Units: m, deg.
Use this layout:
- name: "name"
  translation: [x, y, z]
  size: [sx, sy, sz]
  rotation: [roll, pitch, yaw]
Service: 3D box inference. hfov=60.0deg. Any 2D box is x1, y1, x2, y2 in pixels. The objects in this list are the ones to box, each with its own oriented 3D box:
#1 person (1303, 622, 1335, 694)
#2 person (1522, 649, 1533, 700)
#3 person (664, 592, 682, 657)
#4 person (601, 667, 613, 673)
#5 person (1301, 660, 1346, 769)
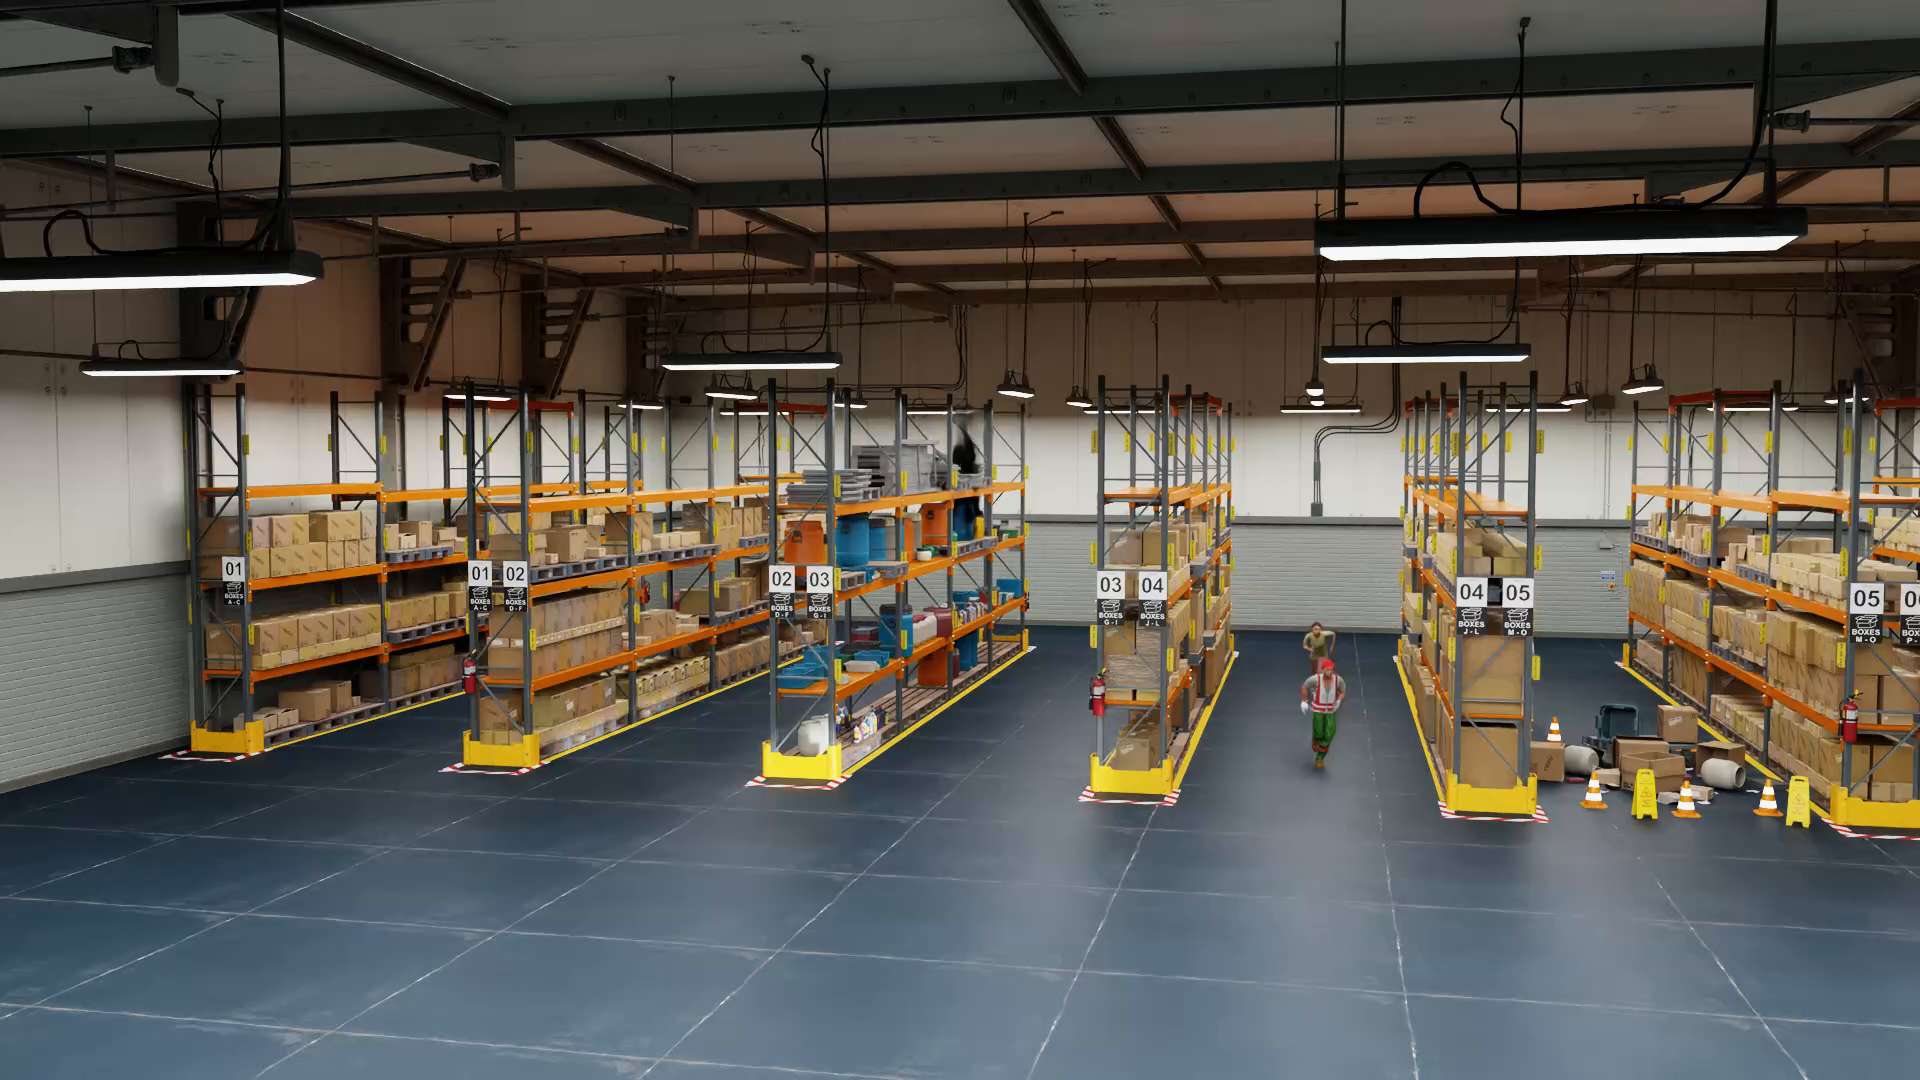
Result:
- name: "person"
  translation: [7.043, 2.380, 32.611]
  size: [0.616, 1.605, 0.945]
  rotation: [1, 3, 17]
- name: "person"
  translation: [10.721, 2.386, 31.917]
  size: [0.538, 1.599, 0.848]
  rotation: [0, 3, 7]
- name: "person"
  translation: [-6.382, 2.008, 37.474]
  size: [0.642, 1.681, 0.729]
  rotation: [0, 3, 7]
- name: "person"
  translation: [-7.567, 2.108, 35.313]
  size: [0.656, 1.793, 0.768]
  rotation: [0, 3, 1]
- name: "person"
  translation: [5.657, 2.685, 25.877]
  size: [0.653, 1.711, 0.768]
  rotation: [0, 3, -5]
